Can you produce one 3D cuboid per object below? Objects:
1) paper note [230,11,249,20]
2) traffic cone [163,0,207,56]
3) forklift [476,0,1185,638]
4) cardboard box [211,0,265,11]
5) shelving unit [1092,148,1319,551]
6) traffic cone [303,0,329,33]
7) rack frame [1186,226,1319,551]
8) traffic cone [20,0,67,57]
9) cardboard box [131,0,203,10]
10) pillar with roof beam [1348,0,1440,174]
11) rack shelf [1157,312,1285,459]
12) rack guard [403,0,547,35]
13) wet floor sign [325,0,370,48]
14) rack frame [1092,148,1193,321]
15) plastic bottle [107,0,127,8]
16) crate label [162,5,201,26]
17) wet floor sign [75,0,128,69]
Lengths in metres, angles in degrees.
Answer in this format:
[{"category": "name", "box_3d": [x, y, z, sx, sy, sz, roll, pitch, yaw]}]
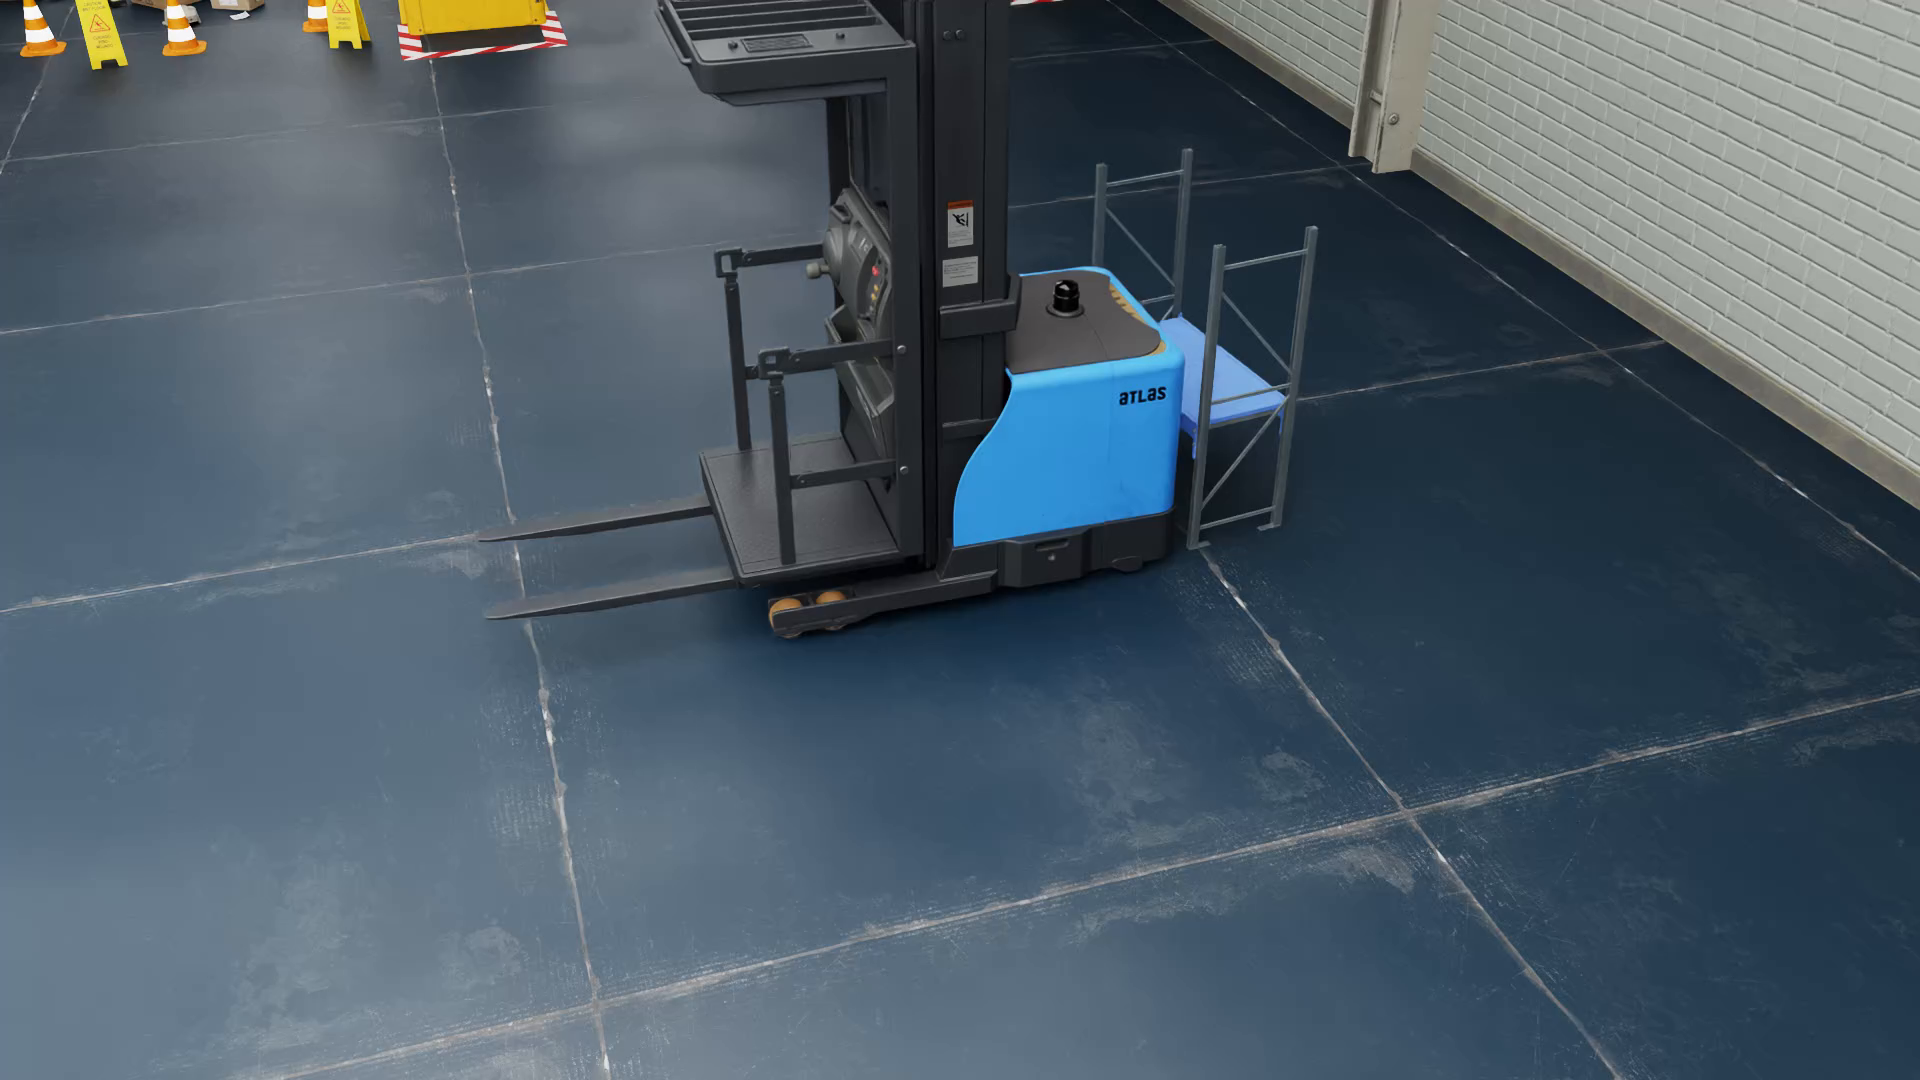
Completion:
[{"category": "paper note", "box_3d": [-6.396, -4.663, 14.779, 0.148, 0.019, 0.142, -23, 40, -31]}, {"category": "traffic cone", "box_3d": [-6.525, -4.325, 13.876, 0.336, 0.463, 0.334, -10, 35, -15]}, {"category": "forklift", "box_3d": [-0.606, -1.130, 6.802, 3.031, 2.935, 1.130, -9, 35, -14]}, {"category": "cardboard box", "box_3d": [-6.536, -4.899, 15.029, 0.380, 0.149, 0.250, 7, 34, 10]}, {"category": "shelving unit", "box_3d": [1.071, -0.896, 7.746, 0.538, 1.500, 1.048, -14, 36, -20]}, {"category": "traffic cone", "box_3d": [-5.572, -4.691, 14.429, 0.336, 0.463, 0.334, -10, 35, -15]}, {"category": "rack frame", "box_3d": [1.281, -0.641, 7.359, 0.500, 1.500, 0.032, -14, 36, -20]}, {"category": "traffic cone", "box_3d": [-7.705, -4.314, 13.859, 0.336, 0.463, 0.334, -10, 35, -15]}, {"category": "cardboard box", "box_3d": [-7.159, -5.195, 15.156, 0.637, 0.503, 0.797, 19, 38, 26]}, {"category": "pillar with roof beam", "box_3d": [-1.110, -5.723, 8.248, 9.100, 9.000, 0.400, -10, 35, -15]}, {"category": "rack shelf", "box_3d": [1.071, -0.746, 7.845, 0.538, 0.185, 1.000, -14, 36, -20]}, {"category": "rack guard", "box_3d": [-4.235, -4.737, 14.466, 1.175, 0.500, 0.348, -10, 35, -15]}, {"category": "wet floor sign", "box_3d": [-5.173, -4.478, 13.942, 0.267, 0.644, 0.232, 1, 33, 2]}, {"category": "rack frame", "box_3d": [0.861, -1.151, 8.132, 0.500, 1.500, 0.032, -14, 36, -20]}, {"category": "plastic bottle", "box_3d": [-7.682, -4.905, 15.117, 0.133, 0.061, 0.283, -23, 40, -31]}, {"category": "crate label", "box_3d": [-6.824, -4.592, 14.575, 0.298, 0.136, 0.250, 27, 42, 34]}, {"category": "wet floor sign", "box_3d": [-7.001, -4.190, 13.506, 0.267, 0.644, 0.232, -16, 37, -23]}]
